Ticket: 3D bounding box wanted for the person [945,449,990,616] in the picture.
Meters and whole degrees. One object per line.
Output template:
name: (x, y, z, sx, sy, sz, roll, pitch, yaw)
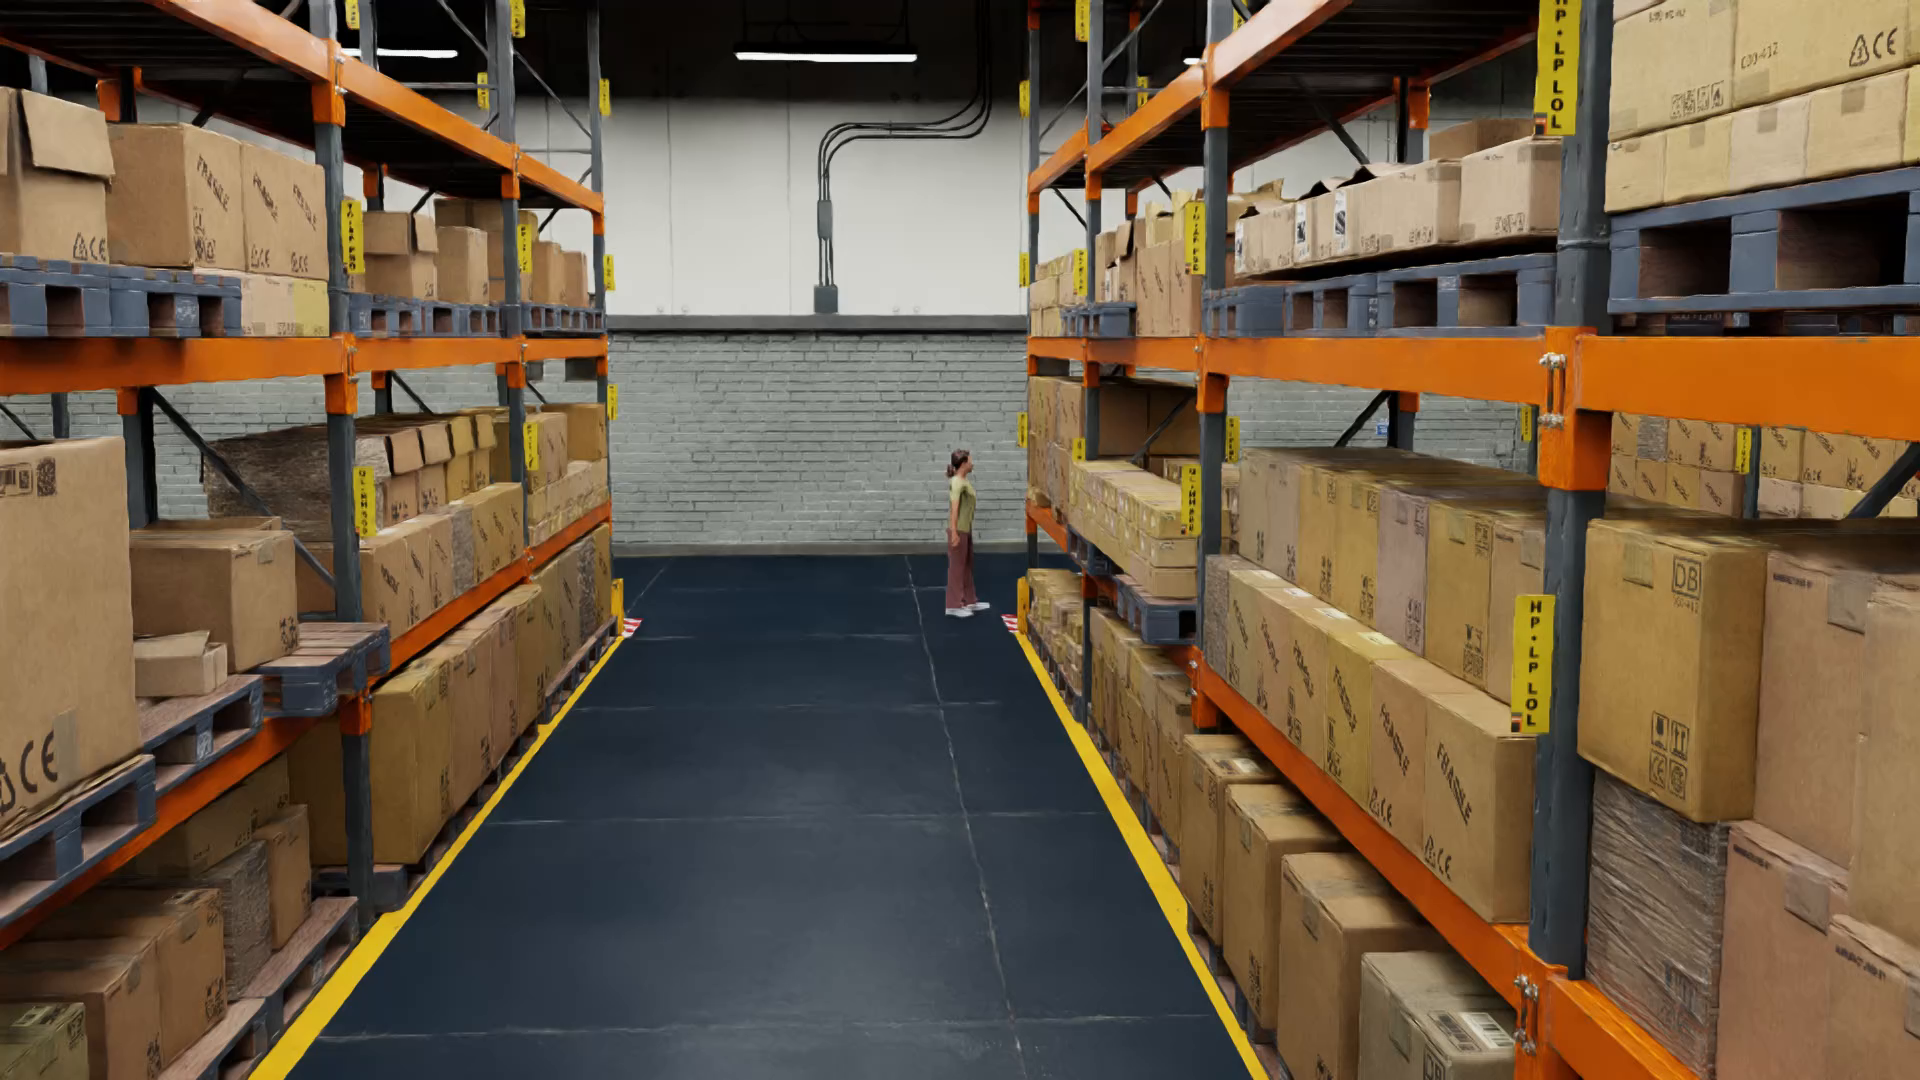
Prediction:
person: (0.076, -0.077, 16.752, 0.451, 1.671, 0.540, 0, 7, 4)
